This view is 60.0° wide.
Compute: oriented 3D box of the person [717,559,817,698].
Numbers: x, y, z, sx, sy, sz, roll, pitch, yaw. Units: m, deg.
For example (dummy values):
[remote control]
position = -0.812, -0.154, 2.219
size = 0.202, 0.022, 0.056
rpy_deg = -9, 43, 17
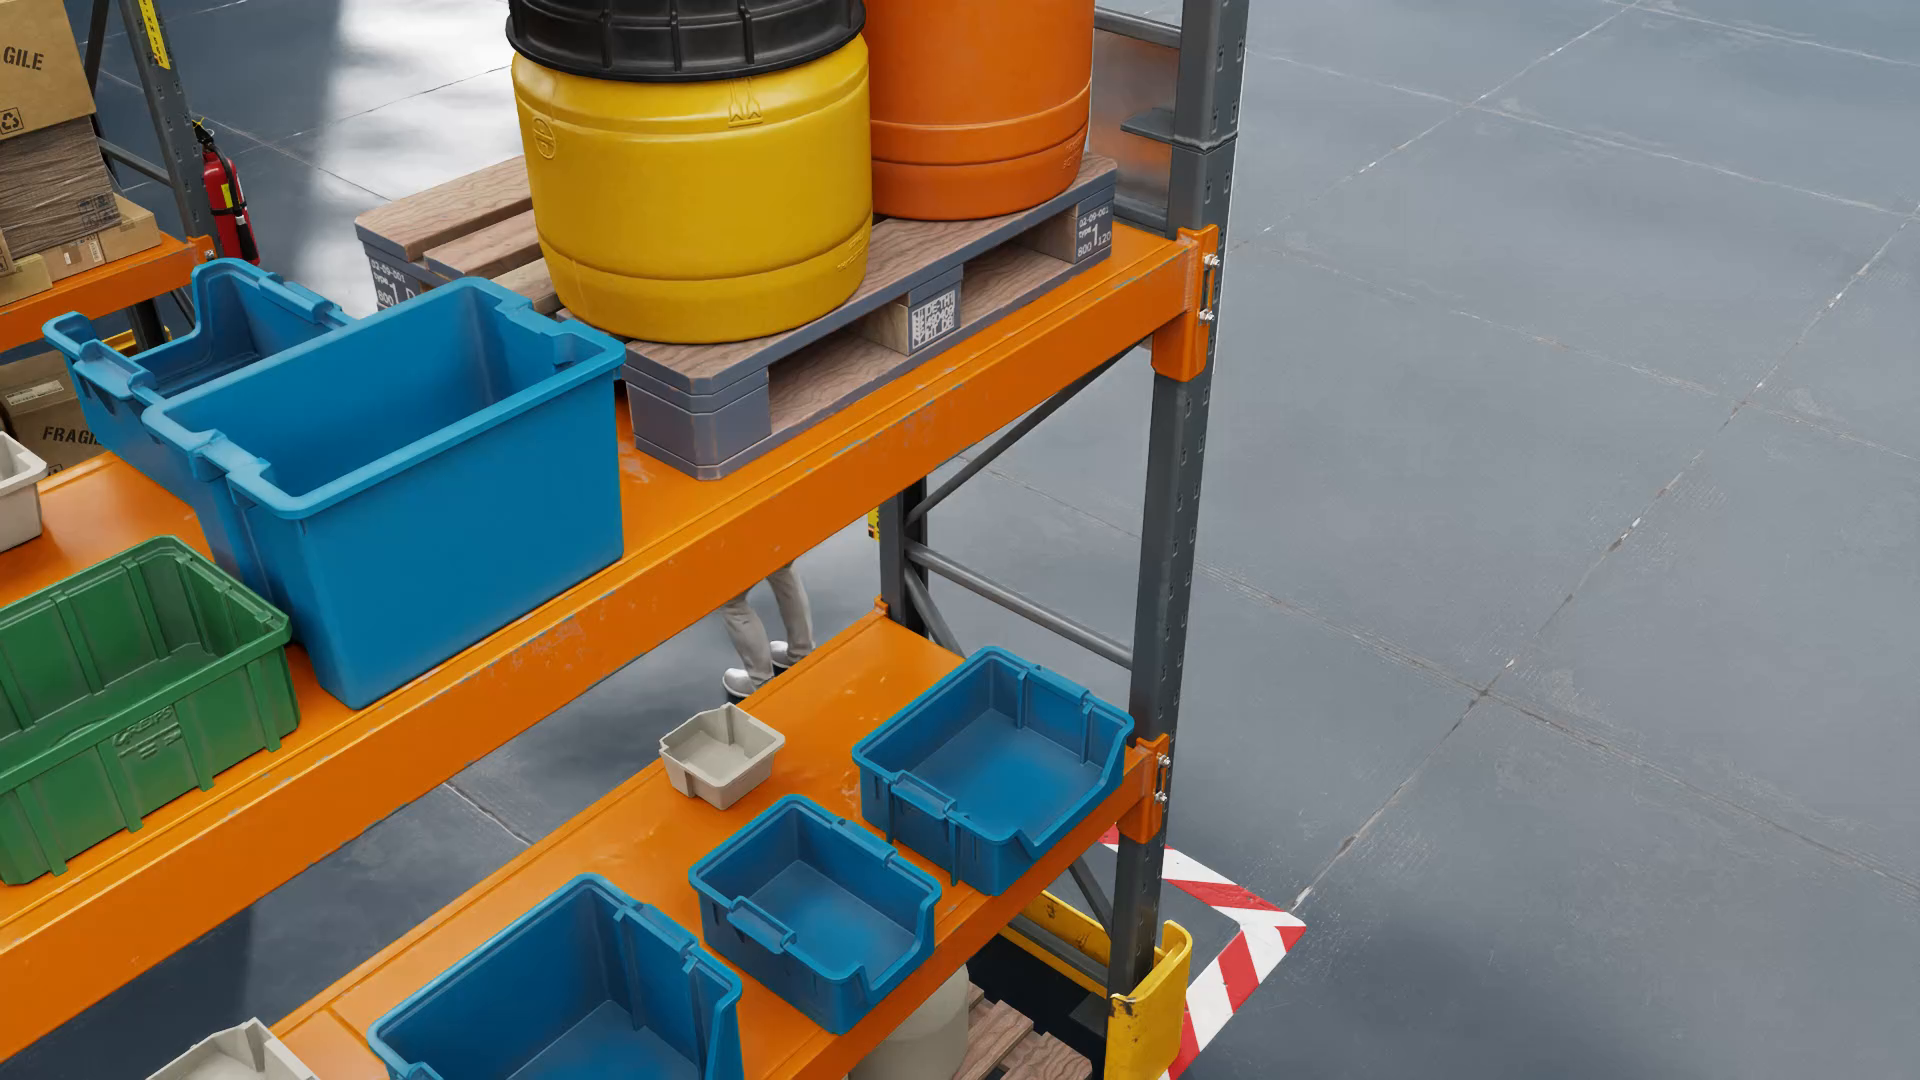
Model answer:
[person]
position = -0.913, -0.066, 6.478
size = 0.826, 1.395, 0.416
rpy_deg = 24, 42, 30
